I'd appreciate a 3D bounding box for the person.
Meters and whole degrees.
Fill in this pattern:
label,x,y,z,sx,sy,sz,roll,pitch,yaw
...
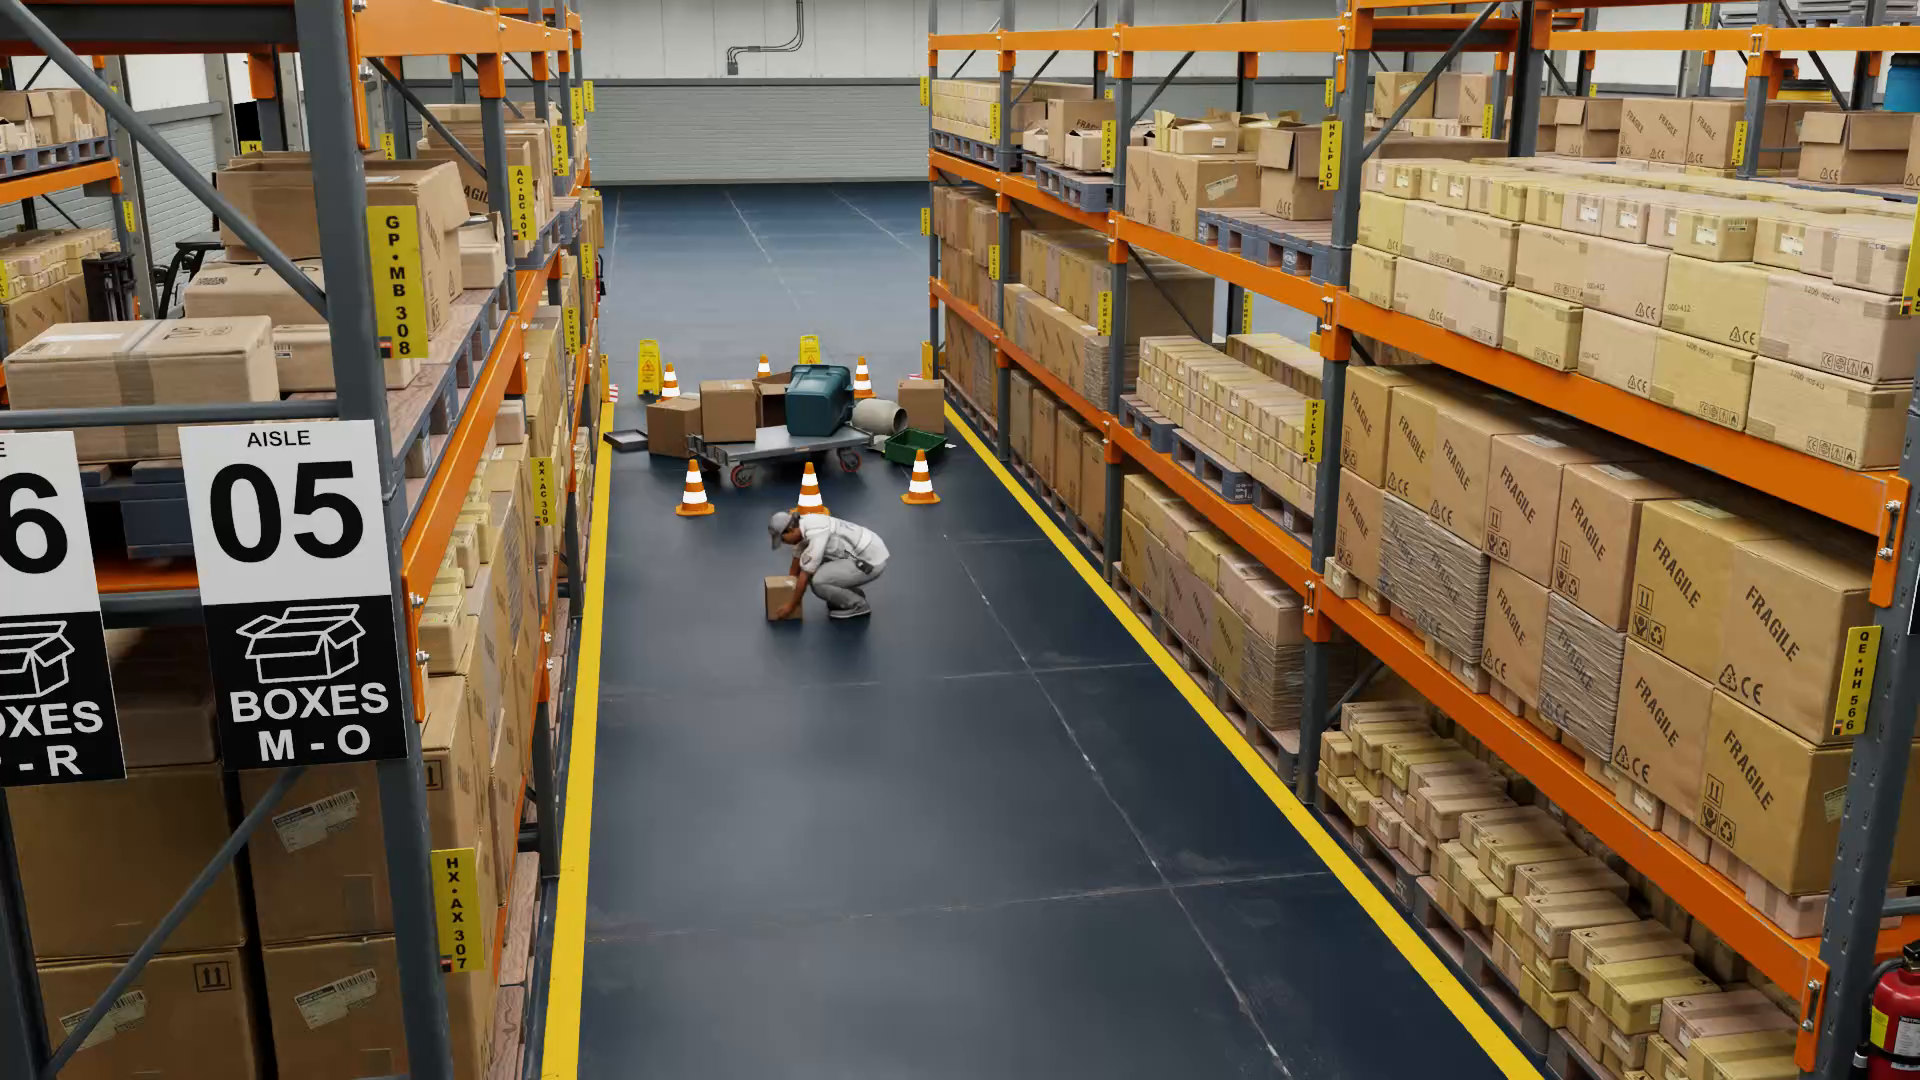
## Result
label,x,y,z,sx,sy,sz,roll,pitch,yaw
person,3.066,-8.375,31.728,16.704,6.023,40.737,-3,17,-10
